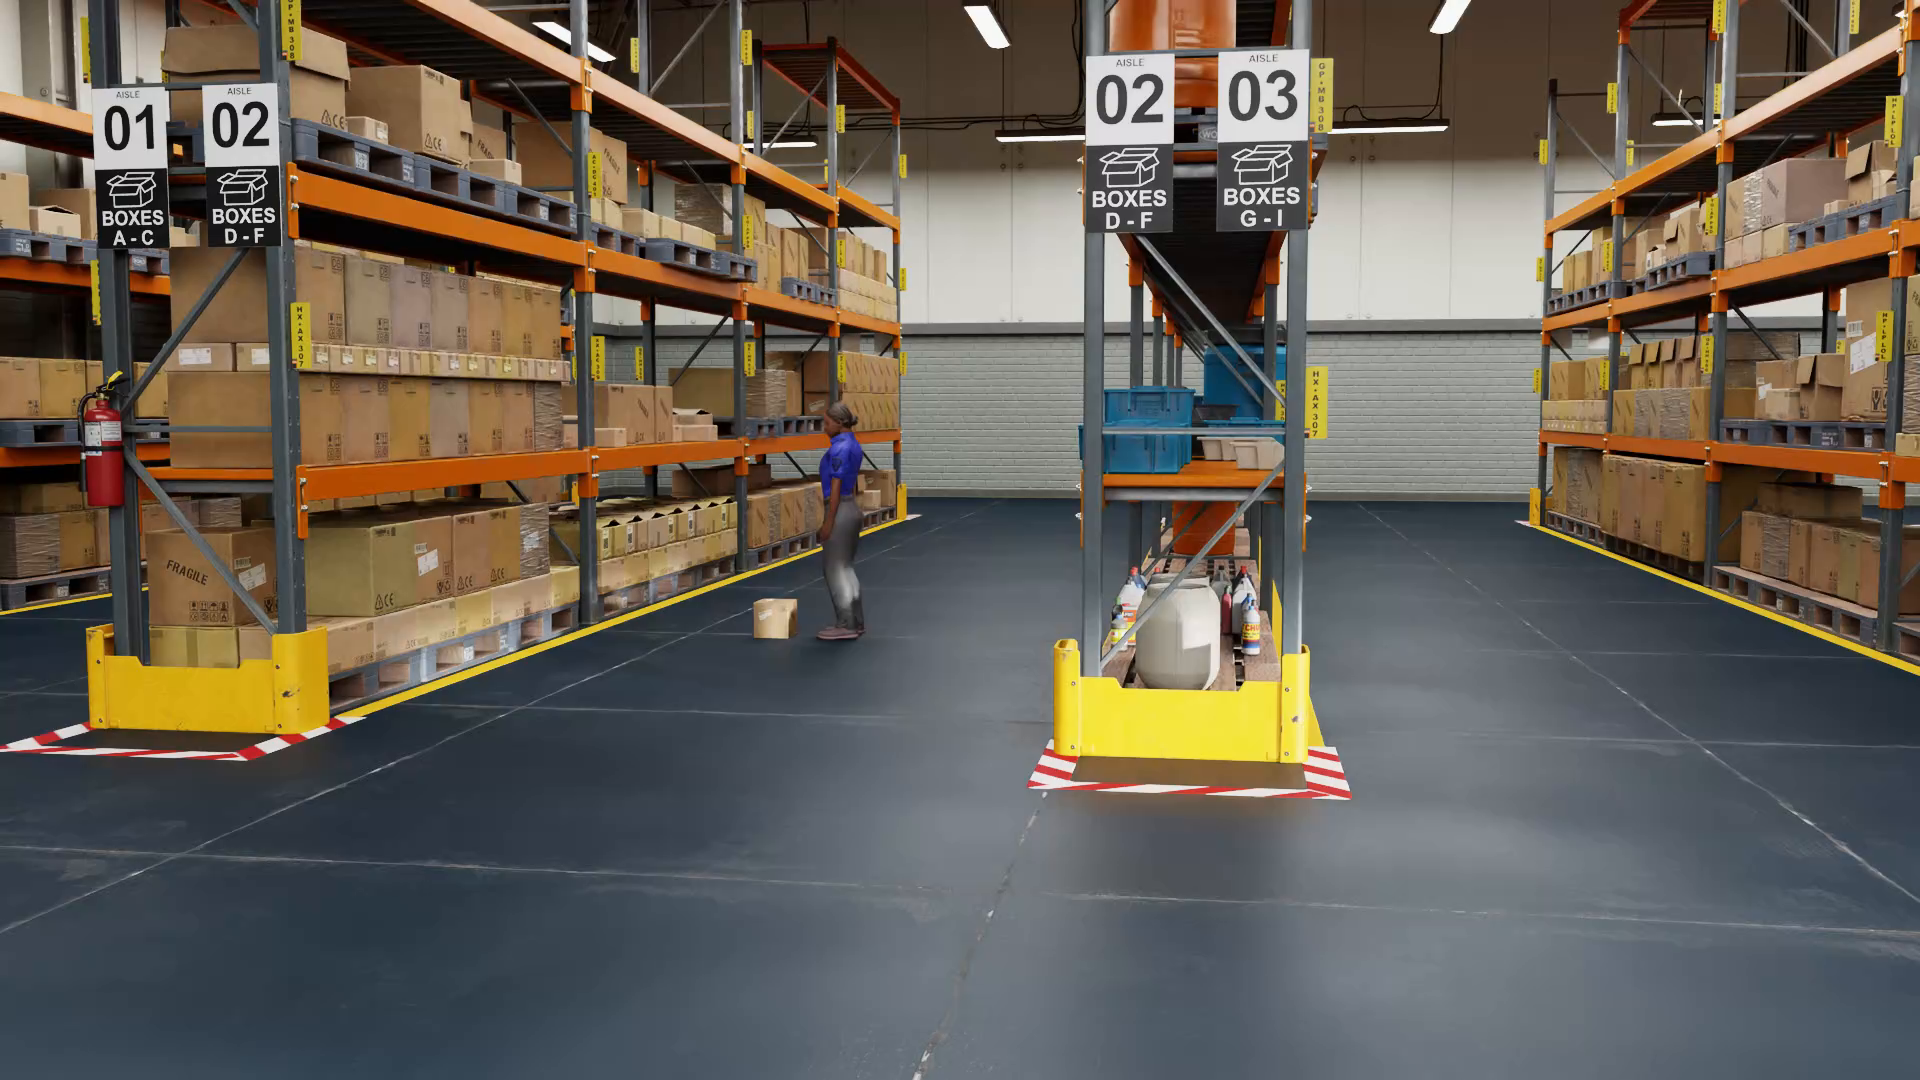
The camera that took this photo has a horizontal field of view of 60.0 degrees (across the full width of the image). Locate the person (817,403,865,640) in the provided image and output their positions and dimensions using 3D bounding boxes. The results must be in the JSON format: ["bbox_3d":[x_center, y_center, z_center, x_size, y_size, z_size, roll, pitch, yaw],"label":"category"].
[{"bbox_3d":[-0.841,-0.133,11.648,0.304,1.655,0.438,1,5,10],"label":"person"}]
